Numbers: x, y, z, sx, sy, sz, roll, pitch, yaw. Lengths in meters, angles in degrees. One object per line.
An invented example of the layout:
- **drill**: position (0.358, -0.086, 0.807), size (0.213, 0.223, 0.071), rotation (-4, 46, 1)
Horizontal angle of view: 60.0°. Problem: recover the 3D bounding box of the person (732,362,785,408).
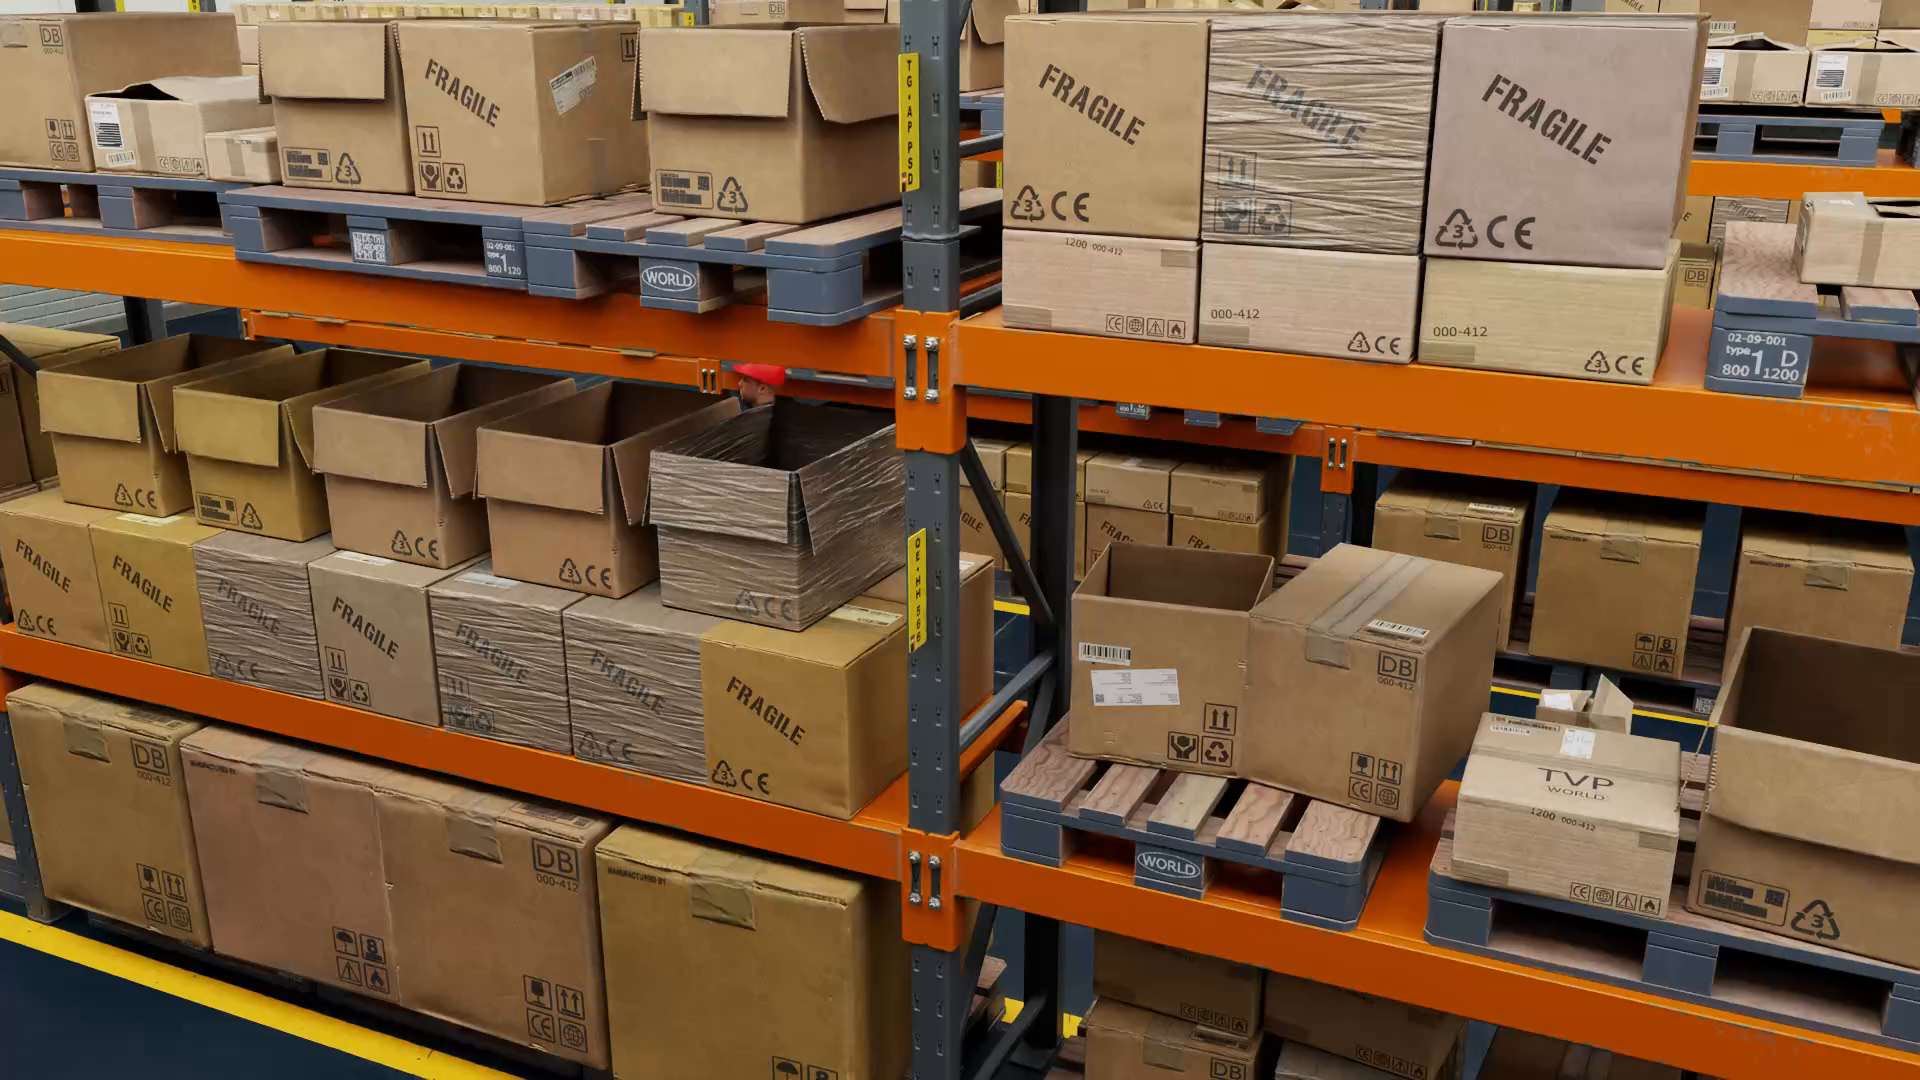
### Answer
- **person**: position (-1.134, -0.155, 8.982), size (0.894, 1.764, 0.543), rotation (5, 19, 13)
